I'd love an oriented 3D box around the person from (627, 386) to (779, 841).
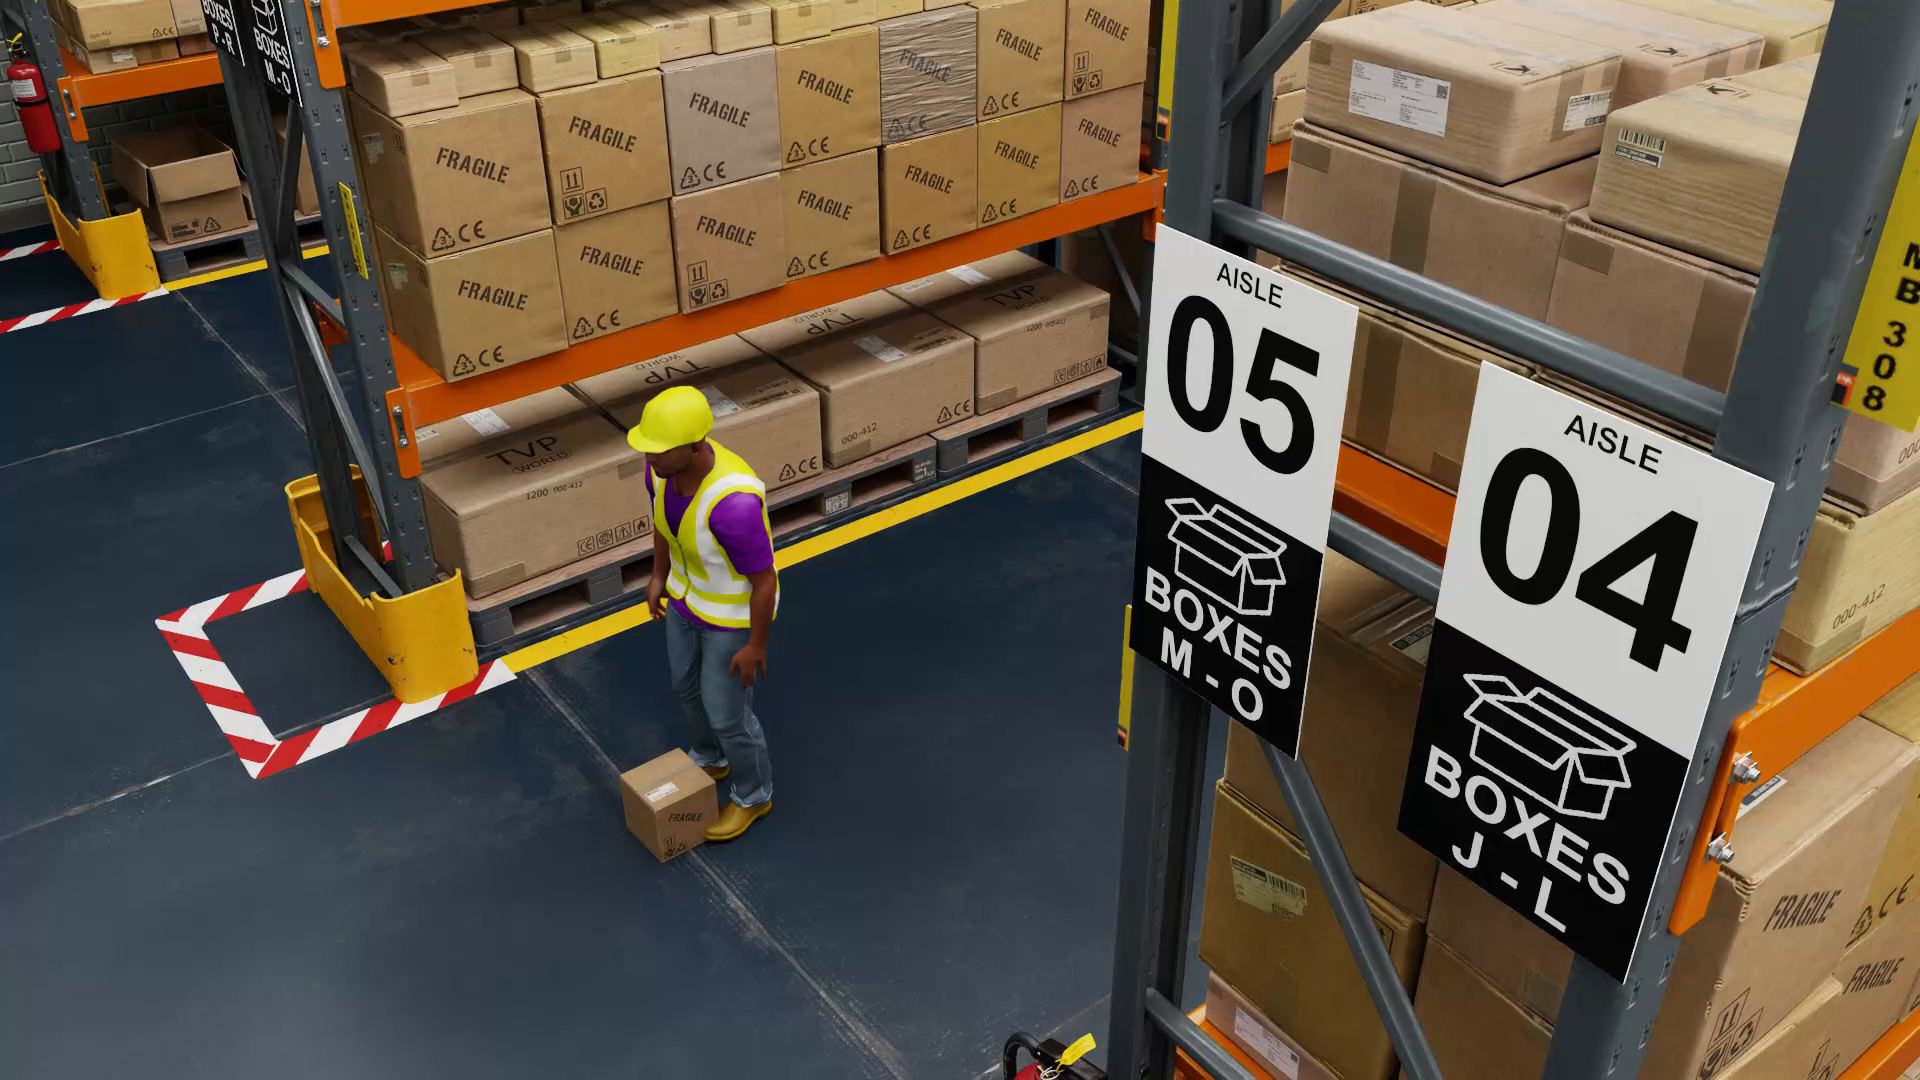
[{"bbox_3d":[-0.869,0.244,5.728,0.457,1.760,0.635,-25,40,-34],"label":"person"}]
